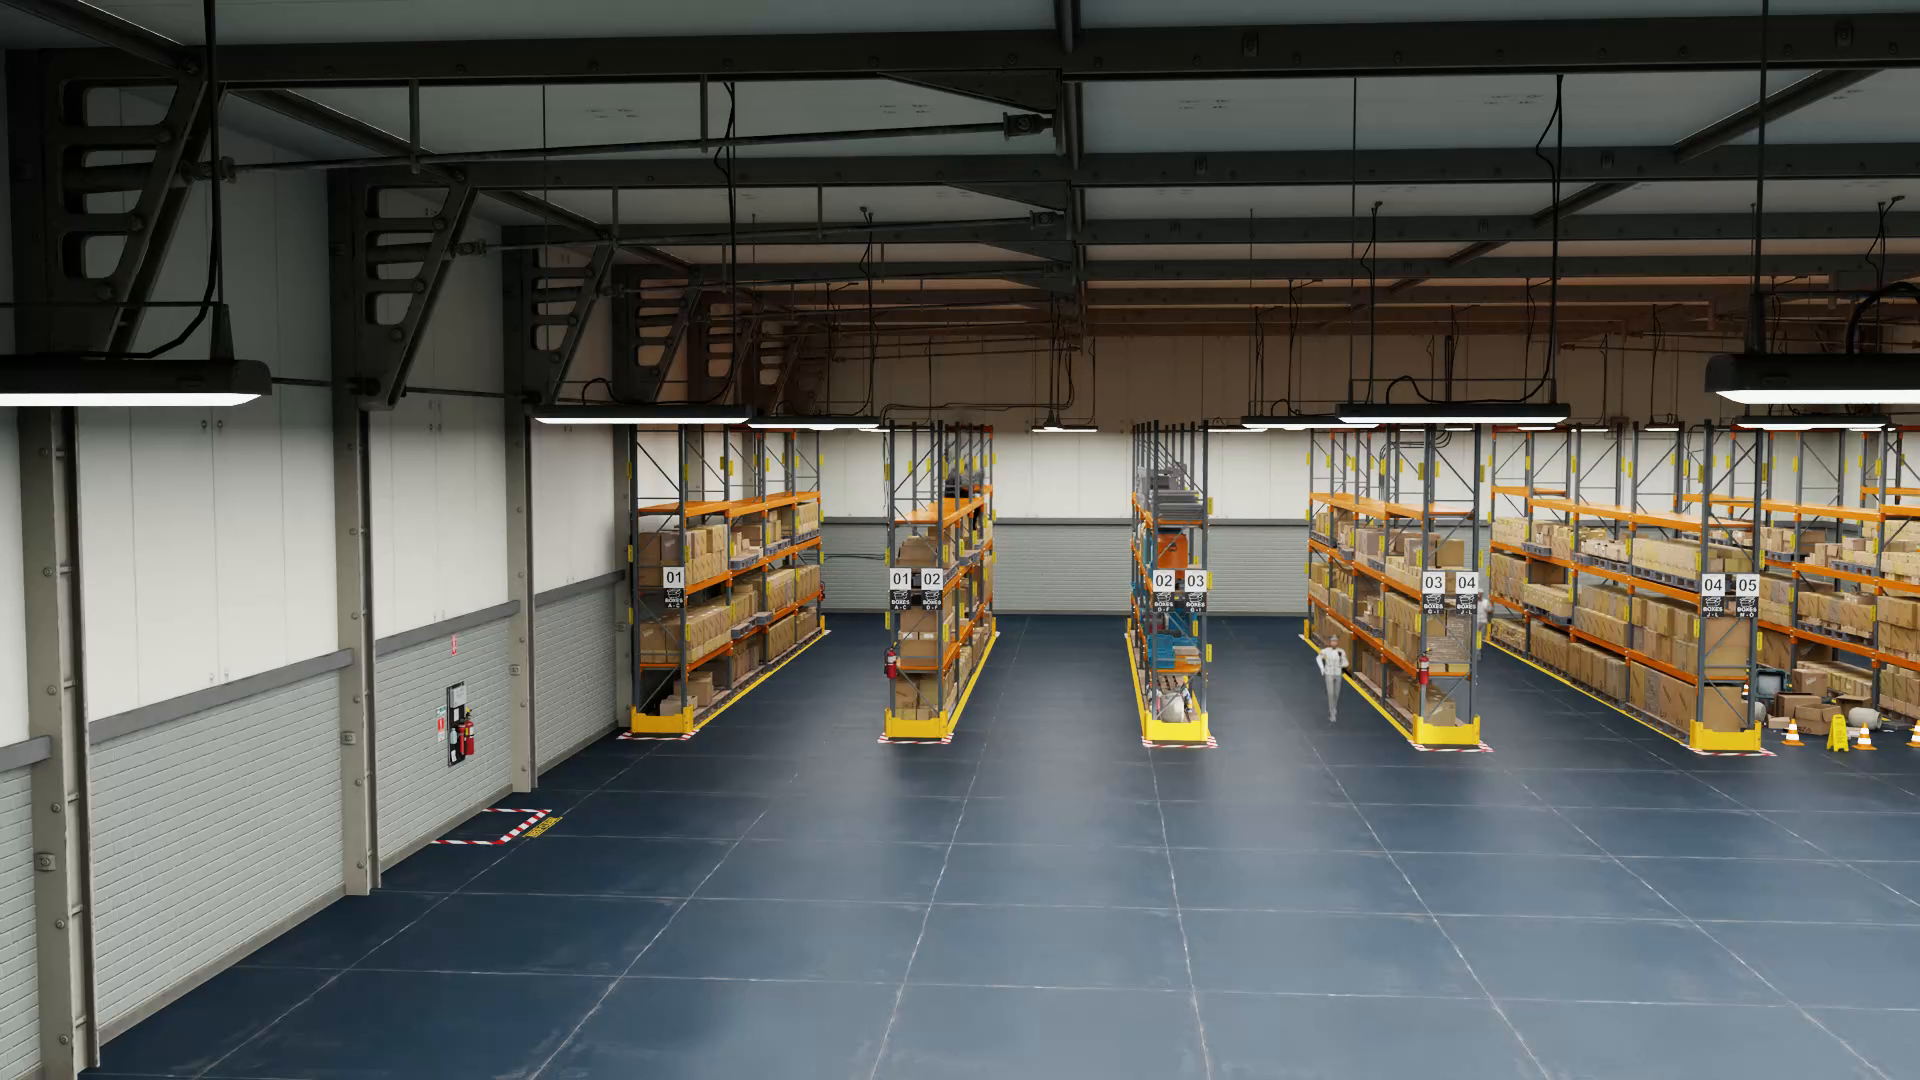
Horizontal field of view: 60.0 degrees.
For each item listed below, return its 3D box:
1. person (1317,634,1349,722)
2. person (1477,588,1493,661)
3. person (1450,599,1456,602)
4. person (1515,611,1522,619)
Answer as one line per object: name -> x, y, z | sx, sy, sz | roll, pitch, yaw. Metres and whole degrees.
person -> 7.522, 2.748, 33.502 | 0.607, 1.719, 0.780 | 0, 4, 2
person -> 13.236, 2.120, 42.409 | 0.675, 1.793, 0.959 | 0, 4, 3
person -> 13.386, 1.986, 45.551 | 0.716, 1.731, 0.780 | 2, 4, 25
person -> 15.980, 1.864, 47.530 | 0.771, 1.721, 0.852 | -3, 5, -40
